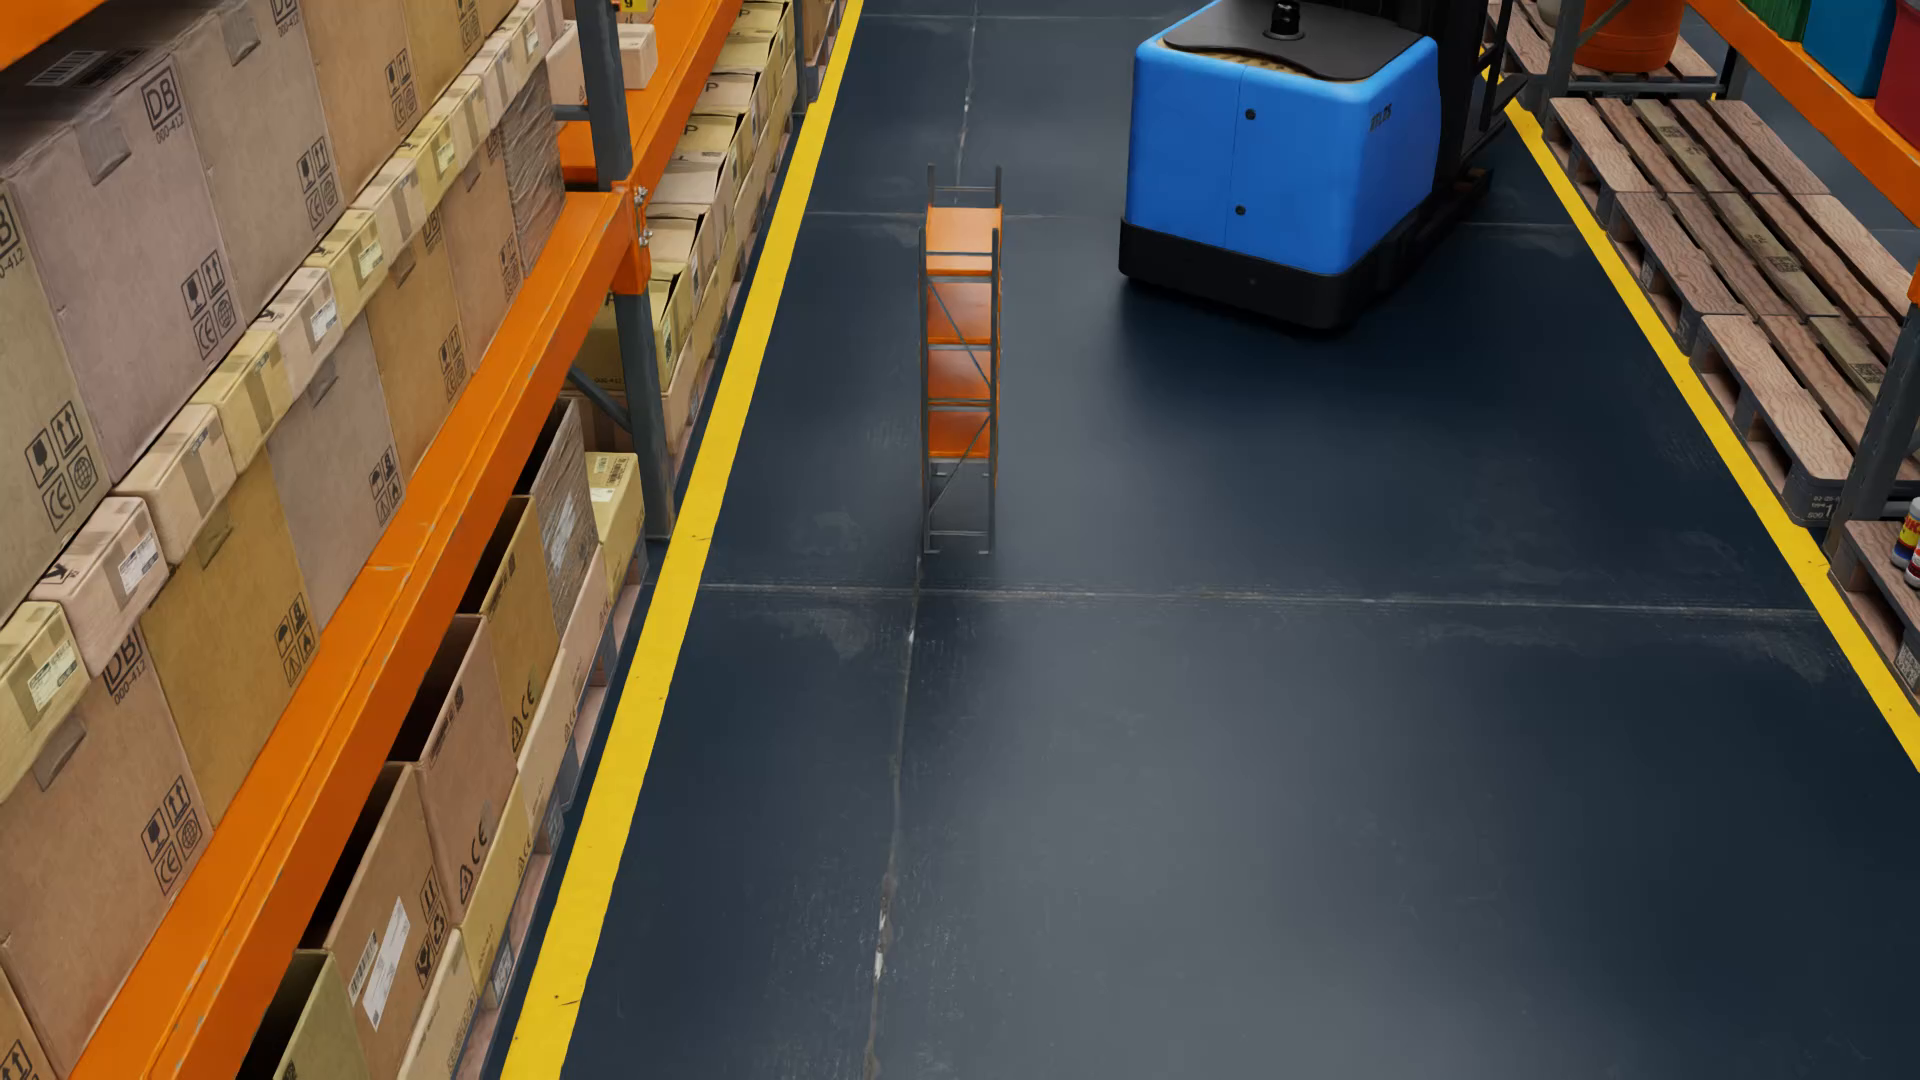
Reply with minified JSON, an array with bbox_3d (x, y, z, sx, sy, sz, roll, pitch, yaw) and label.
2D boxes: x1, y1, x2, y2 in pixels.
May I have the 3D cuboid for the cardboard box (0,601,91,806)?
[{"bbox_3d":[-1.408,0.208,2.194,0.380,0.149,0.250,1,35,2],"label":"cardboard box"}]

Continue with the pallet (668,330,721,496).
[{"bbox_3d":[-1.507,-0.552,6.352,1.003,0.211,1.213,1,35,2],"label":"pallet"}]

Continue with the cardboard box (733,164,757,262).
[{"bbox_3d":[-1.173,-1.425,7.195,0.500,0.250,0.500,2,35,3],"label":"cardboard box"}]

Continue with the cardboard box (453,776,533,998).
[{"bbox_3d":[-1.353,0.818,4.003,0.500,0.250,0.500,1,35,2],"label":"cardboard box"}]

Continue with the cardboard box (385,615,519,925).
[{"bbox_3d":[-1.352,0.511,3.788,0.500,0.500,0.500,1,35,2],"label":"cardboard box"}]

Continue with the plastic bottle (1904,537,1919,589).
[{"bbox_3d":[2.997,0.044,5.129,0.097,0.201,0.097,0,35,0],"label":"plastic bottle"}]

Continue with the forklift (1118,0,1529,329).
[{"bbox_3d":[1.928,-2.881,7.300,1.130,2.935,3.031,21,40,27],"label":"forklift"}]

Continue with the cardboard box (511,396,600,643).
[{"bbox_3d":[-1.330,-0.064,4.606,0.500,0.500,0.500,1,35,2],"label":"cardboard box"}]

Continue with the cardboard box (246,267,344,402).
[{"bbox_3d":[-1.365,-0.380,3.031,0.380,0.149,0.250,2,35,2],"label":"cardboard box"}]

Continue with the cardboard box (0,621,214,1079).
[{"bbox_3d":[-1.611,0.419,2.458,0.700,0.500,0.500,2,35,3],"label":"cardboard box"}]

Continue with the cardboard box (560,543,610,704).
[{"bbox_3d":[-1.328,0.243,4.821,0.500,0.250,0.500,1,35,2],"label":"cardboard box"}]

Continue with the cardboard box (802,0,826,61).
[{"bbox_3d":[-1.033,-2.979,9.171,0.500,0.500,0.500,3,35,4],"label":"cardboard box"}]

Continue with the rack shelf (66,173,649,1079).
[{"bbox_3d":[-1.578,0.175,3.518,1.077,0.370,4.000,1,35,2],"label":"rack shelf"}]

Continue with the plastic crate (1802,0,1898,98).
[{"bbox_3d":[3.185,-1.786,5.697,0.392,0.384,0.575,1,35,2],"label":"plastic crate"}]

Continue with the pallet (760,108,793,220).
[{"bbox_3d":[-1.409,-1.954,8.346,1.003,0.211,1.213,1,35,2],"label":"pallet"}]

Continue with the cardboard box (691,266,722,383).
[{"bbox_3d":[-1.212,-0.835,6.356,0.500,0.250,0.500,2,35,3],"label":"cardboard box"}]

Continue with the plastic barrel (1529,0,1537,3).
[{"bbox_3d":[3.660,-3.566,9.947,0.600,0.588,0.708,1,35,2],"label":"plastic barrel"}]

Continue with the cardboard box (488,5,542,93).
[{"bbox_3d":[-1.307,-1.272,4.300,0.380,0.149,0.250,1,35,1],"label":"cardboard box"}]

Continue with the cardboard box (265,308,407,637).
[{"bbox_3d":[-1.567,-0.169,3.294,0.700,0.500,0.500,2,35,3],"label":"cardboard box"}]

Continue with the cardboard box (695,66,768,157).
[{"bbox_3d":[-1.149,-1.948,7.451,0.500,0.311,0.500,1,35,2],"label":"cardboard box"}]

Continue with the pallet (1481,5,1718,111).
[{"bbox_3d":[3.602,-2.763,9.498,1.003,0.211,1.213,1,35,2],"label":"pallet"}]

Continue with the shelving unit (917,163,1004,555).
[{"bbox_3d":[0.007,-0.586,5.540,0.258,1.200,0.503,1,35,2],"label":"shelving unit"}]

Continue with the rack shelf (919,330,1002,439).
[{"bbox_3d":[0.007,-0.531,5.579,0.258,0.148,0.480,1,35,2],"label":"rack shelf"}]

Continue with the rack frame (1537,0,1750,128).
[{"bbox_3d":[3.612,-3.450,8.050,1.000,3.000,0.127,1,35,2],"label":"rack frame"}]

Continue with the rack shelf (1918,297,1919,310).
[{"bbox_3d":[3.371,0.291,3.352,1.077,0.370,4.000,1,35,2],"label":"rack shelf"}]

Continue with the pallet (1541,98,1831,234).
[{"bbox_3d":[3.542,-1.865,8.220,1.003,0.211,1.213,1,35,2],"label":"pallet"}]

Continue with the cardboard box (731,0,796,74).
[{"bbox_3d":[-1.112,-2.536,8.289,0.500,0.311,0.500,2,35,3],"label":"cardboard box"}]

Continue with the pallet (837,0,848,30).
[{"bbox_3d":[-1.218,-3.553,10.622,1.003,0.211,1.213,1,35,2],"label":"pallet"}]

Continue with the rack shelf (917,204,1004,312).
[{"bbox_3d":[0.007,-0.907,5.314,0.258,0.148,0.480,1,35,2],"label":"rack shelf"}]

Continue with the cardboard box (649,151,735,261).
[{"bbox_3d":[-1.187,-1.361,6.617,0.500,0.311,0.500,0,35,0],"label":"cardboard box"}]

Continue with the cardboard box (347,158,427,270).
[{"bbox_3d":[-1.347,-0.684,3.464,0.380,0.149,0.250,2,35,3],"label":"cardboard box"}]

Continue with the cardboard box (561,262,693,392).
[{"bbox_3d":[-1.232,-0.776,5.784,0.500,0.311,0.500,1,35,2],"label":"cardboard box"}]

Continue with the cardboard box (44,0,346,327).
[{"bbox_3d":[-1.570,-0.720,2.951,0.700,0.500,0.500,1,35,2],"label":"cardboard box"}]

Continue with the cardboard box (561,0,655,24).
[{"bbox_3d":[-1.429,-2.053,5.975,0.500,0.500,0.500,4,35,5],"label":"cardboard box"}]

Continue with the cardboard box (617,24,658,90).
[{"bbox_3d":[-1.258,-1.670,5.736,0.380,0.149,0.250,1,35,2],"label":"cardboard box"}]

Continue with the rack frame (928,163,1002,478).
[{"bbox_3d":[0.016,-0.726,5.740,0.240,1.200,0.015,1,35,2],"label":"rack frame"}]

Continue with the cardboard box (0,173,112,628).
[{"bbox_3d":[-1.609,-0.143,2.129,0.700,0.500,0.500,0,35,1],"label":"cardboard box"}]

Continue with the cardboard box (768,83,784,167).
[{"bbox_3d":[-1.132,-2.009,8.026,0.500,0.250,0.500,1,35,1],"label":"cardboard box"}]

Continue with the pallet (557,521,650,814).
[{"bbox_3d":[-1.572,0.328,5.099,1.003,0.211,1.213,1,35,2],"label":"pallet"}]

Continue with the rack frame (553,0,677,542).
[{"bbox_3d":[-1.498,-1.268,4.946,1.000,3.000,0.127,1,35,2],"label":"rack frame"}]

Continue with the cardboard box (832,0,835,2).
[{"bbox_3d":[-0.993,-3.568,10.009,0.500,0.500,0.500,1,35,1],"label":"cardboard box"}]

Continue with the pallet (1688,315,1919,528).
[{"bbox_3d":[3.444,-0.463,6.225,1.003,0.211,1.213,1,35,2],"label":"pallet"}]

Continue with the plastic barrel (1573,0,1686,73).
[{"bbox_3d":[3.615,-3.015,8.954,0.600,0.830,0.708,1,35,2],"label":"plastic barrel"}]

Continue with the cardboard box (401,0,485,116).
[{"bbox_3d":[-1.528,-1.295,3.768,0.700,0.500,0.500,1,35,2],"label":"cardboard box"}]

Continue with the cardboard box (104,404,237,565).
[{"bbox_3d":[-1.388,-0.090,2.619,0.380,0.149,0.250,0,35,0],"label":"cardboard box"}]

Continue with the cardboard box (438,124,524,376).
[{"bbox_3d":[-1.524,-0.751,4.123,0.700,0.500,0.500,1,35,1],"label":"cardboard box"}]

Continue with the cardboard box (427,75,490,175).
[{"bbox_3d":[-1.324,-0.970,3.871,0.380,0.149,0.250,1,35,2],"label":"cardboard box"}]

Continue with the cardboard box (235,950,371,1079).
[{"bbox_3d":[-1.396,1.086,2.970,0.500,0.500,0.500,1,35,2],"label":"cardboard box"}]
